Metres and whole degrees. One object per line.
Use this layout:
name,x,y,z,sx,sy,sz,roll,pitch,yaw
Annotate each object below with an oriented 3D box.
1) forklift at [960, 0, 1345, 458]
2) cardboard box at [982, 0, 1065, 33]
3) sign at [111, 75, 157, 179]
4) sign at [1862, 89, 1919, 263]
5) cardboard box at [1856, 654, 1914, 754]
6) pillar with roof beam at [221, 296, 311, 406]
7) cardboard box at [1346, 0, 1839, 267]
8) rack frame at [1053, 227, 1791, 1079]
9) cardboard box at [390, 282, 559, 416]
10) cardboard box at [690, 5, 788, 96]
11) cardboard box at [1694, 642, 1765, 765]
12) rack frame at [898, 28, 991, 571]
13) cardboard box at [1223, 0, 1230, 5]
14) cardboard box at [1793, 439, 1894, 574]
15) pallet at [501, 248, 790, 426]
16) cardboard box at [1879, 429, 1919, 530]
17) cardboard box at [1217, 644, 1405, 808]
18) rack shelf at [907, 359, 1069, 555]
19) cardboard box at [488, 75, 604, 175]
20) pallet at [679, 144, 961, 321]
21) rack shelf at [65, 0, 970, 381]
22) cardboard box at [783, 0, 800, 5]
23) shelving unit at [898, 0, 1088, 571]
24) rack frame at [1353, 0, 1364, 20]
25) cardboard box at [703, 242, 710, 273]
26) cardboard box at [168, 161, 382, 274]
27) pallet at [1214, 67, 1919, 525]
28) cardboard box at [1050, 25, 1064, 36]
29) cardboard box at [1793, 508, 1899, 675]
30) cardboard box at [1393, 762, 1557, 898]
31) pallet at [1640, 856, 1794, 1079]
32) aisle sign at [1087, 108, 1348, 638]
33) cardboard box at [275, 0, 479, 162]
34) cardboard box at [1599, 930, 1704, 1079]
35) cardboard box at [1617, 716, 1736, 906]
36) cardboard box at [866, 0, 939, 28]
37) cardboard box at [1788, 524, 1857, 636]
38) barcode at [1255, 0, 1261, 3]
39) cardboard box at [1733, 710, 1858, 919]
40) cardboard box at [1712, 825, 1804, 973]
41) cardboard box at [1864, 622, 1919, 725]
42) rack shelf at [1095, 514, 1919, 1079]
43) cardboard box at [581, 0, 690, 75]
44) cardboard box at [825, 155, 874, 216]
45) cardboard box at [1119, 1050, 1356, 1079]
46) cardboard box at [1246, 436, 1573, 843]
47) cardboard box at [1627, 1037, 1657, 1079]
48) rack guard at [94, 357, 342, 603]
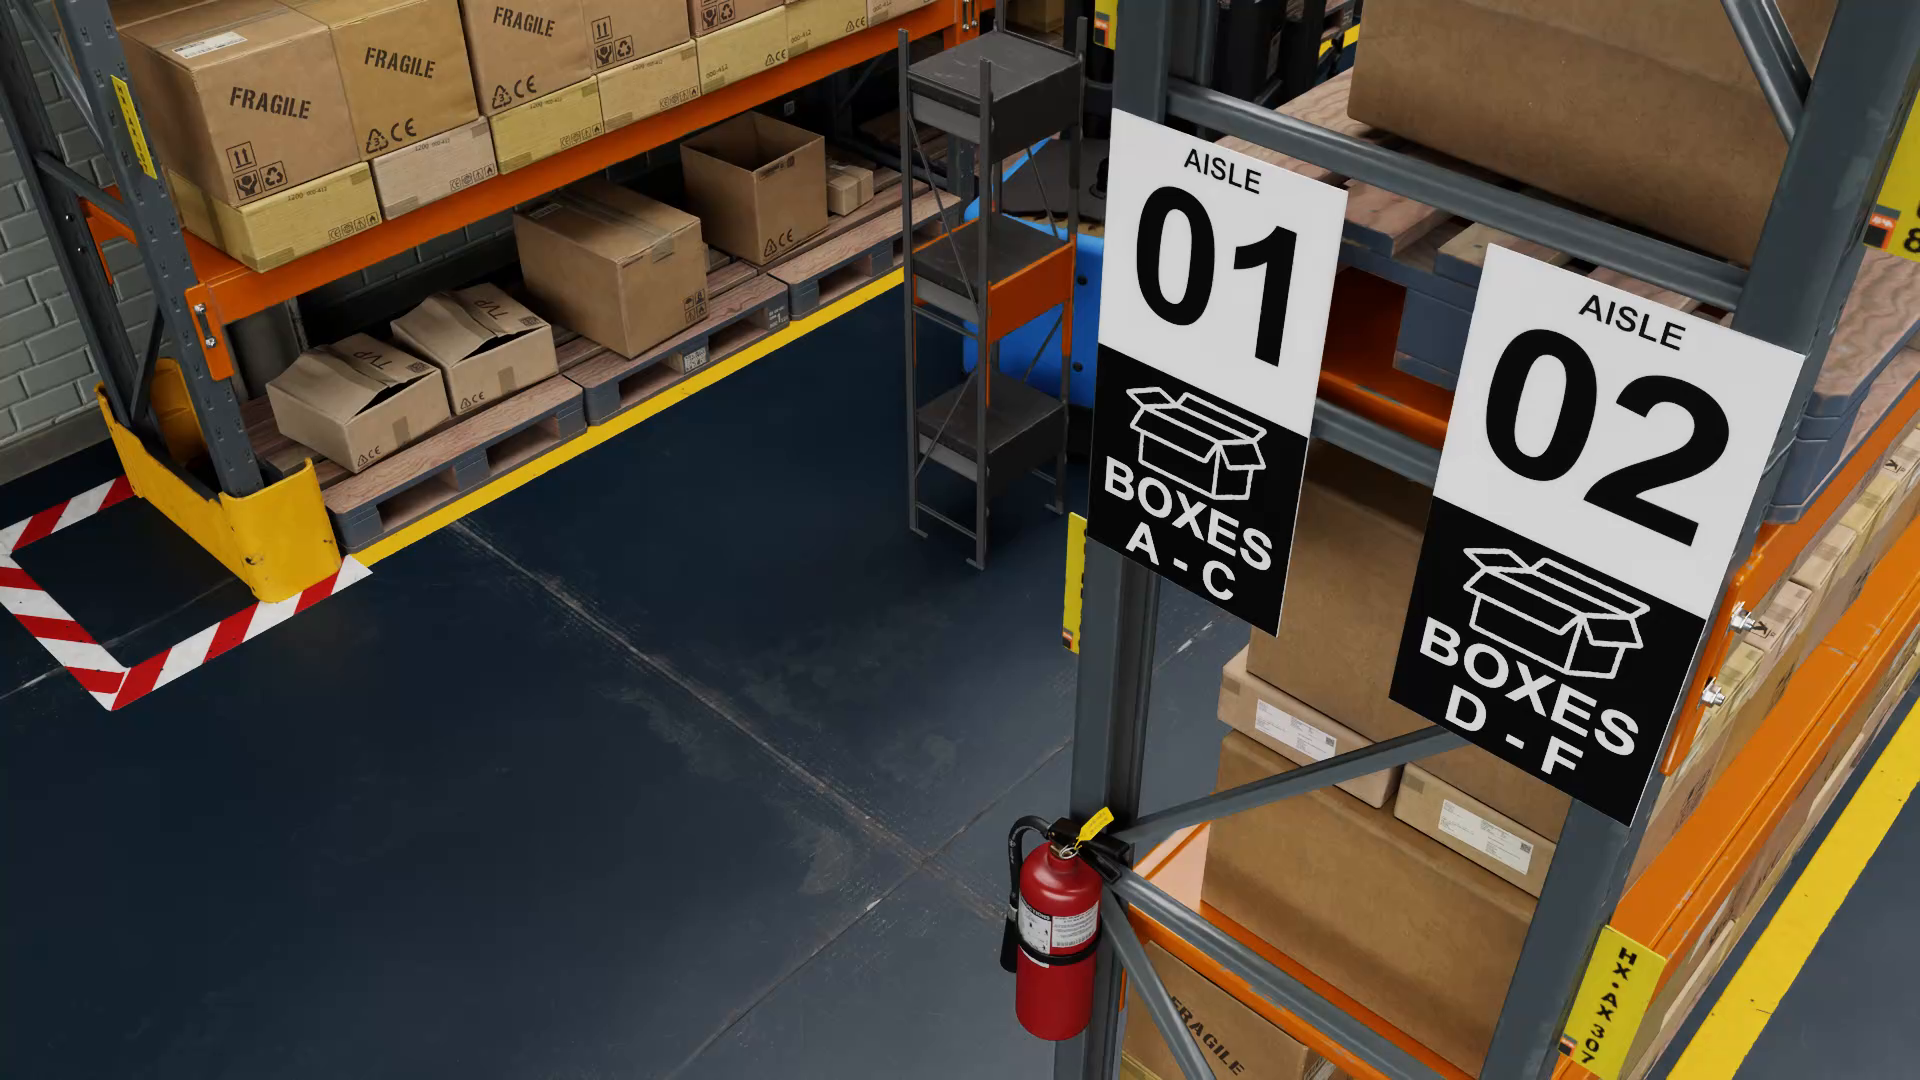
forklift,1.121,-2.318,7.310,1.130,2.935,3.031,18,42,21
cardboard box,0.446,-3.075,9.260,0.500,0.250,0.500,29,47,31
sign,-2.631,-1.312,5.295,0.100,0.325,0.005,30,47,32
sign,1.033,-0.434,1.710,0.100,0.325,0.005,30,47,32
cardboard box,2.830,0.482,5.606,0.500,0.250,0.500,30,47,32
pillar with roof beam,-0.020,-2.427,2.571,9.100,9.000,0.400,30,47,32
cardboard box,1.019,-0.819,2.427,0.637,0.503,0.797,-31,48,-33
rack frame,0.628,0.877,3.237,1.000,3.000,0.127,30,47,32
cardboard box,-2.113,-0.863,7.232,0.500,0.311,0.500,-30,47,-32
cardboard box,-1.099,-2.180,7.186,0.500,0.250,0.500,29,47,32
cardboard box,1.397,0.258,3.414,0.380,0.149,0.250,30,47,32
rack frame,-0.053,-0.786,6.051,0.400,2.100,0.015,30,47,32
cardboard box,1.485,-3.530,10.434,0.700,0.500,0.500,30,47,32
cardboard box,1.678,-0.379,3.694,0.700,0.500,0.500,30,47,32
pallet,-1.583,-1.061,7.915,1.003,0.211,1.213,30,47,32
cardboard box,2.089,-0.212,4.005,0.380,0.149,0.250,30,47,32
cardboard box,0.745,0.328,3.325,0.380,0.149,0.250,29,47,31
rack shelf,0.112,-0.339,6.636,0.431,0.518,0.480,30,47,32
cardboard box,-1.780,-1.717,6.604,0.500,0.250,0.500,29,47,31
pallet,-0.760,-1.624,8.623,1.003,0.211,1.213,30,47,32
rack shelf,-1.682,-1.838,7.230,1.077,0.370,4.000,30,47,32
cardboard box,-0.756,-2.703,7.241,0.500,0.500,0.500,29,47,32
shelving unit,0.112,-0.898,6.192,0.431,2.100,0.503,30,47,32
rack frame,2.366,-4.877,10.473,1.000,3.000,0.127,30,47,32
cardboard box,-1.426,-1.369,7.998,0.380,0.149,0.250,26,45,29
cardboard box,-2.468,-1.241,6.005,0.500,0.250,0.500,28,46,31
pallet,1.124,-0.576,2.726,1.003,0.211,1.213,30,47,32
cardboard box,0.463,-2.836,9.562,0.700,0.500,0.500,29,47,31
cardboard box,1.995,-0.084,4.365,0.700,0.500,0.500,31,48,33
cardboard box,1.051,0.494,3.117,0.380,0.149,0.250,29,47,32
pallet,1.936,1.042,5.270,1.003,0.211,1.213,30,47,32
aisle sign,0.367,-0.234,2.545,0.394,0.787,0.004,30,47,32
cardboard box,-2.147,-1.760,6.055,0.500,0.500,0.500,30,47,32
cardboard box,1.490,1.112,4.211,0.500,0.500,0.500,30,47,32
cardboard box,1.303,0.386,3.775,0.700,0.500,0.500,31,48,33
cardboard box,-0.429,-2.643,7.768,0.500,0.250,0.500,30,47,32
cardboard box,1.747,0.019,3.714,0.380,0.149,0.250,28,46,31
barcode,0.475,-0.865,2.552,0.001,0.075,0.075,30,47,32
cardboard box,2.168,0.654,4.786,0.500,0.500,0.500,30,47,32
cardboard box,2.167,0.948,5.020,0.500,0.250,0.500,30,47,32
cardboard box,2.829,0.187,5.374,0.500,0.500,0.500,30,47,32
rack shelf,1.977,0.240,4.616,1.077,0.370,4.000,30,47,32
cardboard box,-1.454,-2.237,6.655,0.500,0.500,0.500,31,48,33
cardboard box,-0.671,-1.844,8.582,0.380,0.166,0.250,23,44,27
cardboard box,0.771,1.418,4.428,0.500,0.250,0.500,30,47,32
cardboard box,0.988,0.097,3.096,0.700,0.500,0.500,30,47,32
cardboard box,1.488,1.405,4.445,0.500,0.250,0.500,30,47,32
rack guard,-2.980,-0.258,6.672,1.175,0.500,0.348,30,47,32
